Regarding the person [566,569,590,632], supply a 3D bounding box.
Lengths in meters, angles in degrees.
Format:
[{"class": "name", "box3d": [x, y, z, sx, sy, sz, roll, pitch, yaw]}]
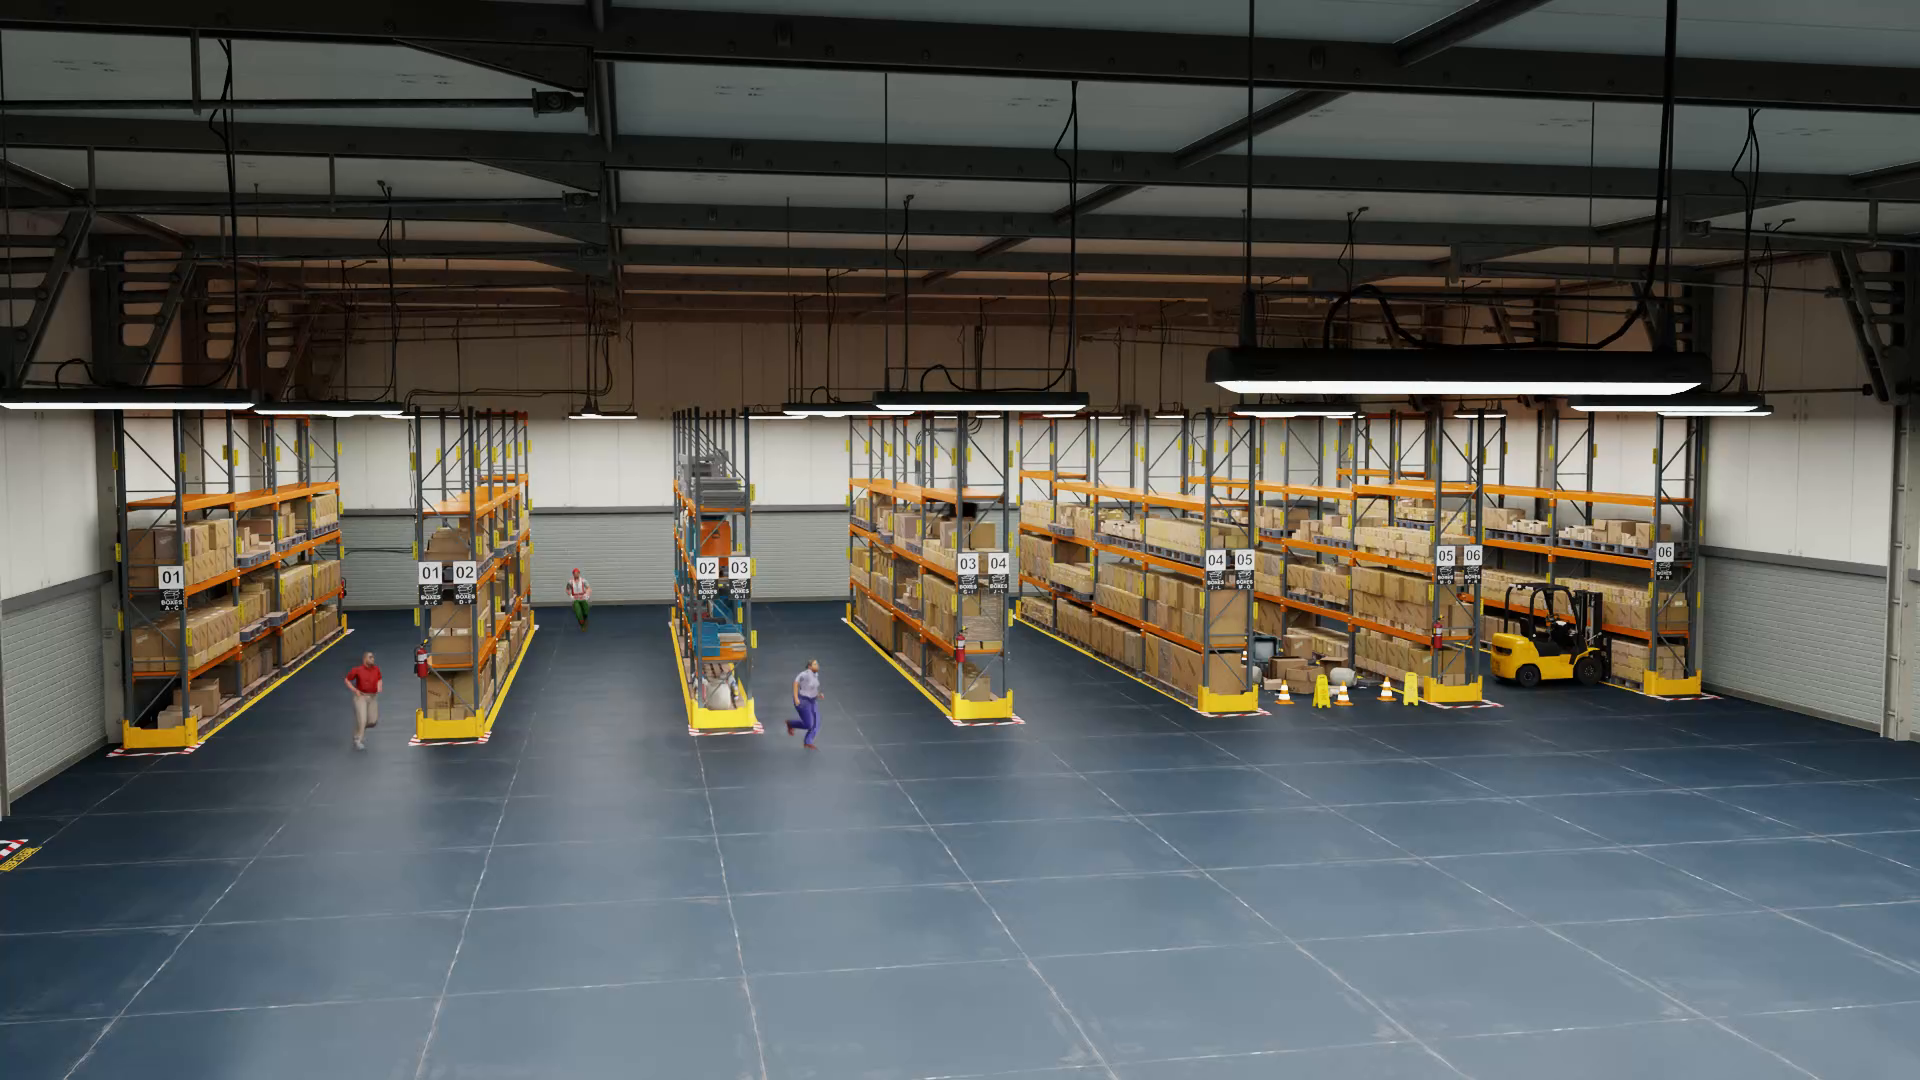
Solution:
[{"class": "person", "box3d": [-10.435, 1.637, 45.426, 0.661, 1.720, 0.643, -1, 4, -10]}]

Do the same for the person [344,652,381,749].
[{"class": "person", "box3d": [-10.544, 2.811, 29.473, 0.673, 1.654, 0.684, 4, 5, 41]}]

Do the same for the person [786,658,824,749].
[{"class": "person", "box3d": [-2.720, 2.874, 29.192, 0.665, 1.611, 0.638, 2, 4, 25]}]
